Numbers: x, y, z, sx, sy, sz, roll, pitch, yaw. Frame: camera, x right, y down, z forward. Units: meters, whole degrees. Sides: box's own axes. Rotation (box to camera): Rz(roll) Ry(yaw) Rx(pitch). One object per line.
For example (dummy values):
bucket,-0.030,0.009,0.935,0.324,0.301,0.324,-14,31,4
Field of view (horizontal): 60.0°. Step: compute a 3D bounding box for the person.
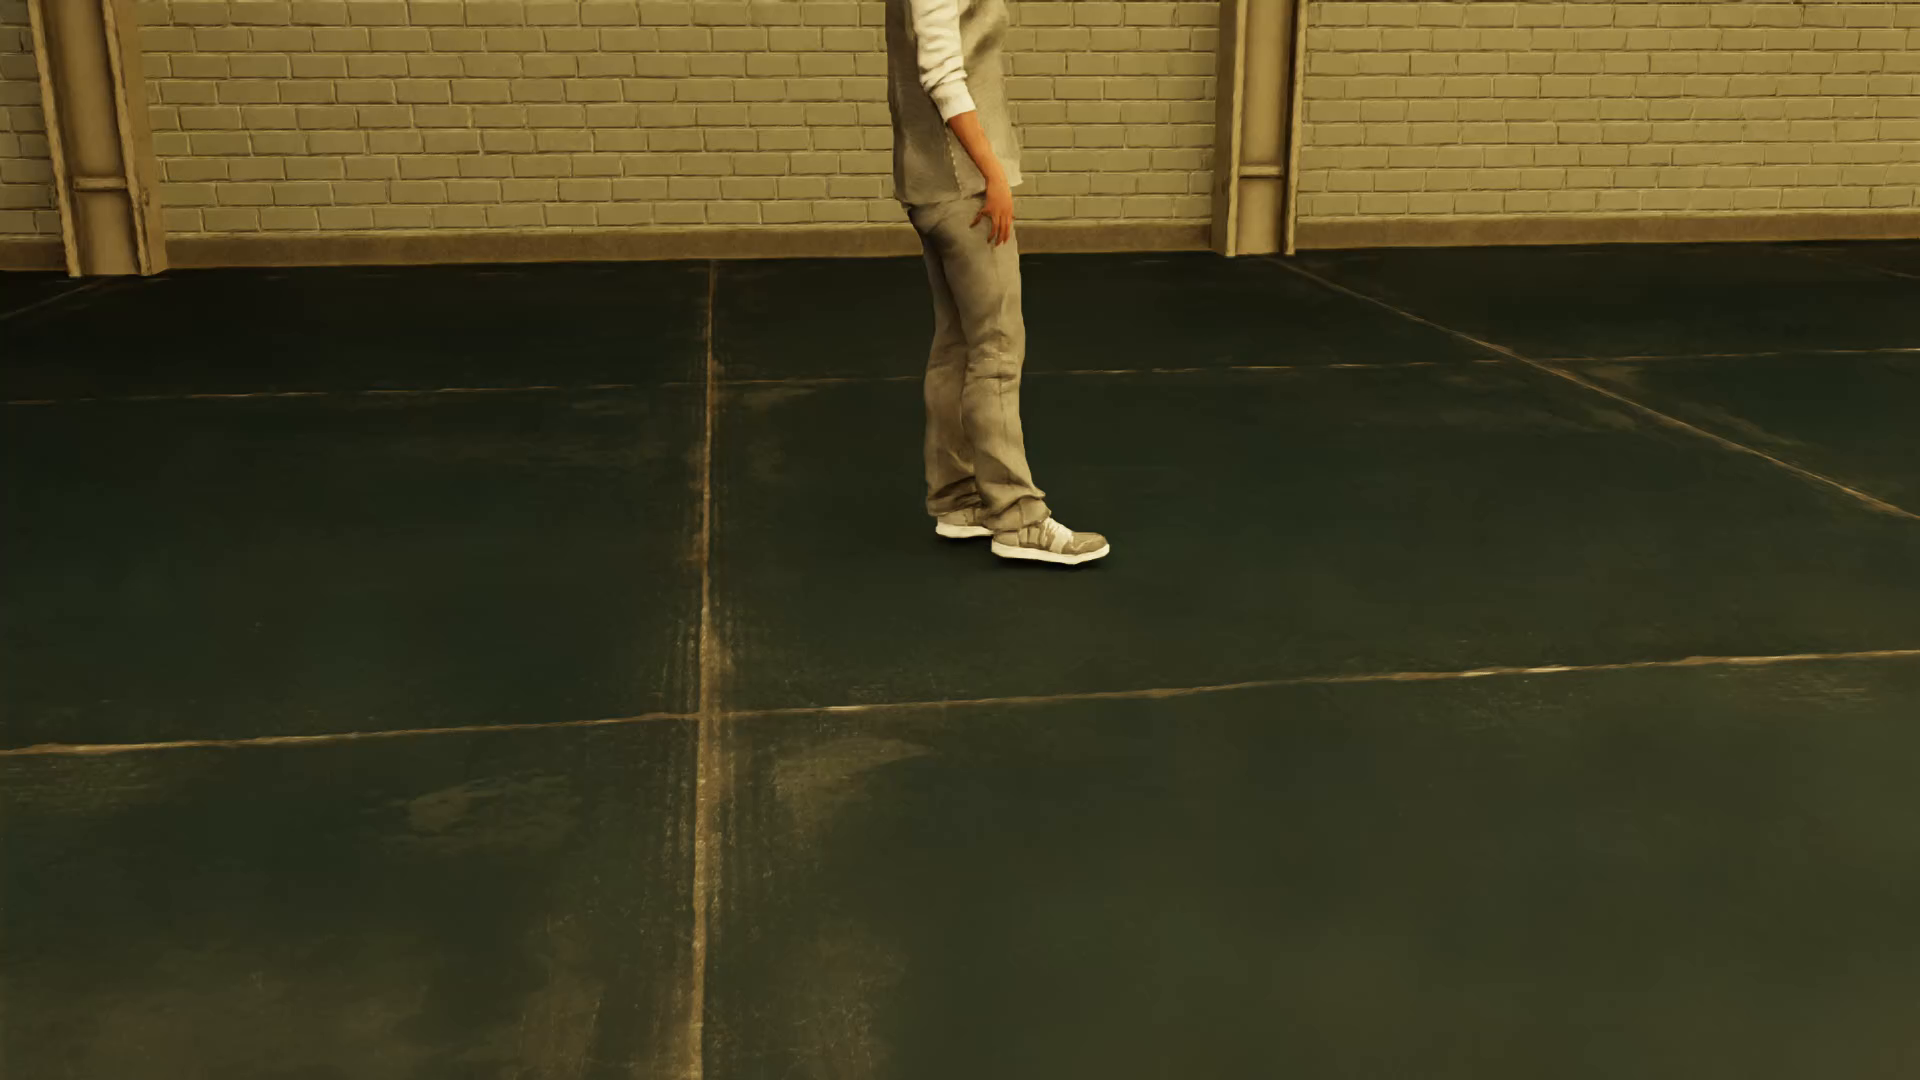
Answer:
person,0.075,-0.770,3.730,0.474,1.597,0.521,-2,17,-8
